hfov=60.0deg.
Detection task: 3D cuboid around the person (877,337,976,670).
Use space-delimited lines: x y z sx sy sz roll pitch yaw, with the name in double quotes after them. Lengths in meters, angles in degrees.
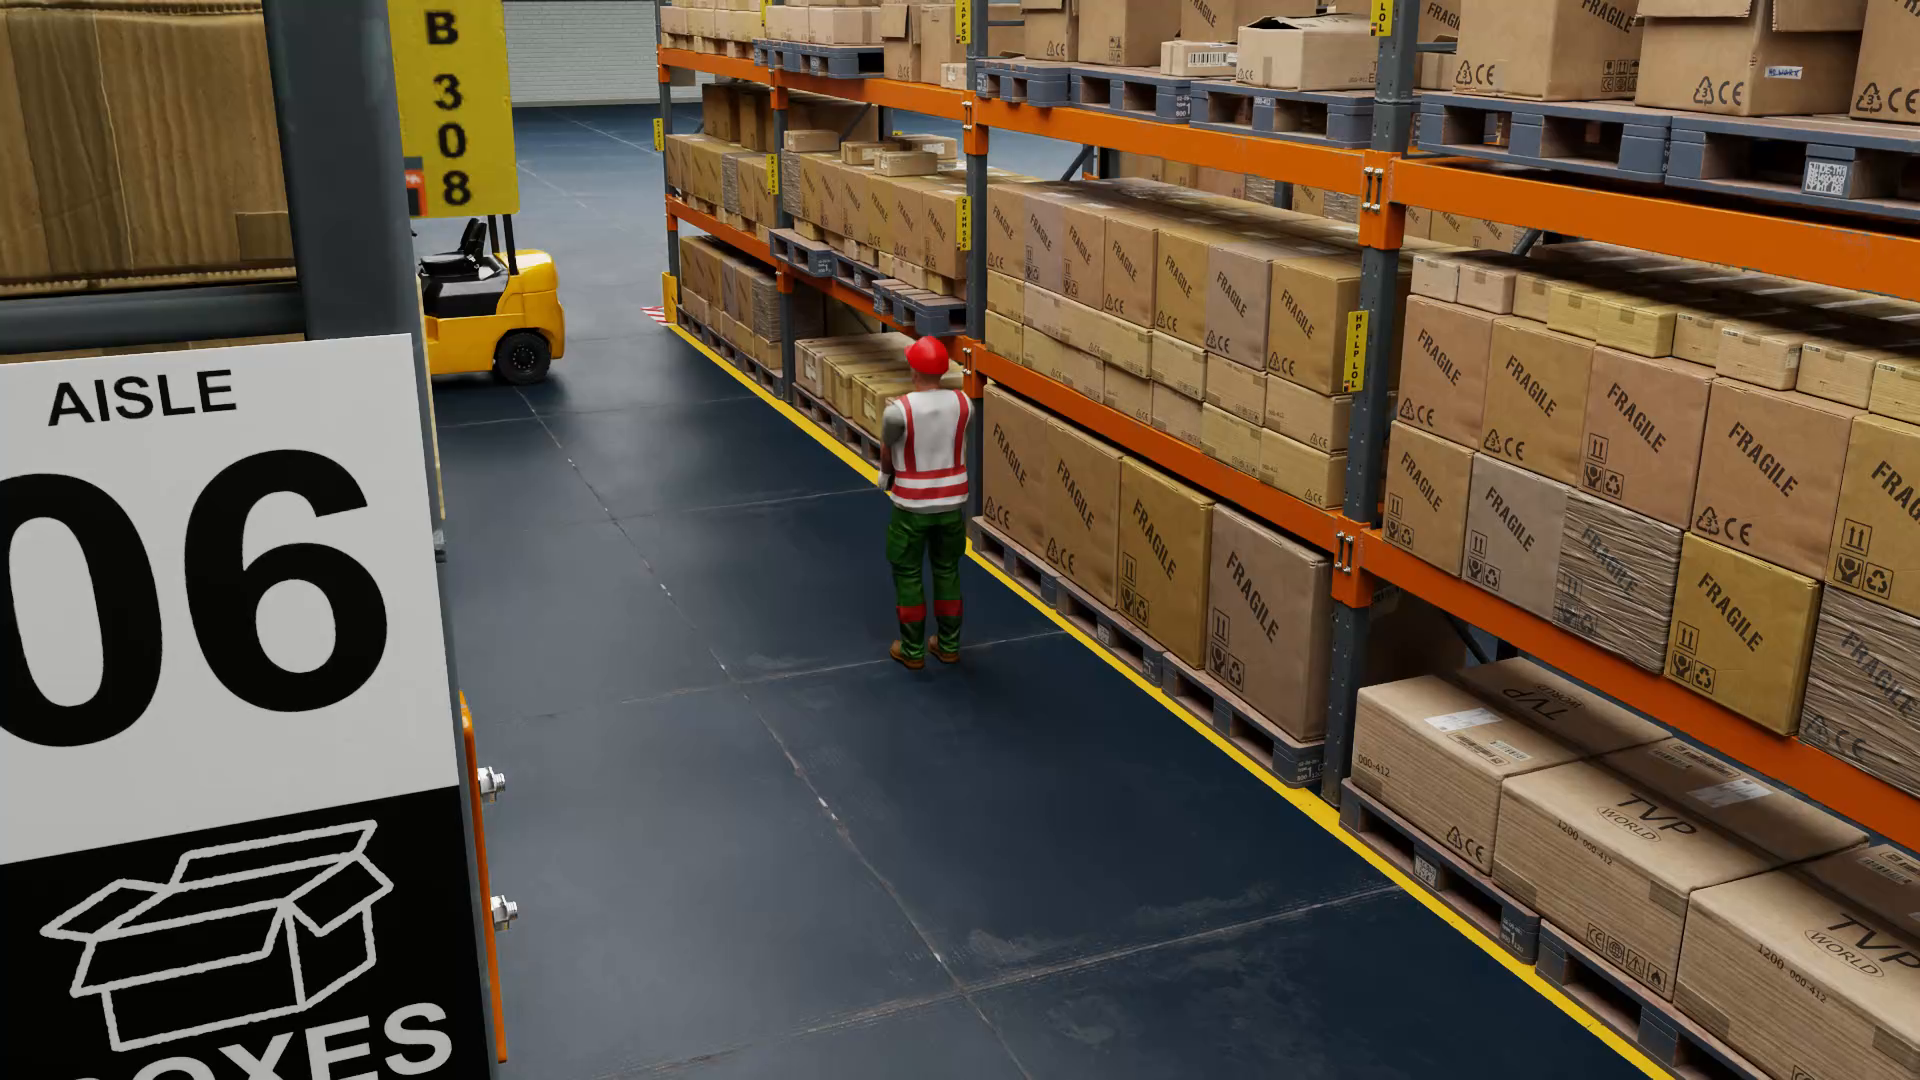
-0.205 -0.211 8.660 0.493 1.782 0.574 -7 20 -21 "person"
